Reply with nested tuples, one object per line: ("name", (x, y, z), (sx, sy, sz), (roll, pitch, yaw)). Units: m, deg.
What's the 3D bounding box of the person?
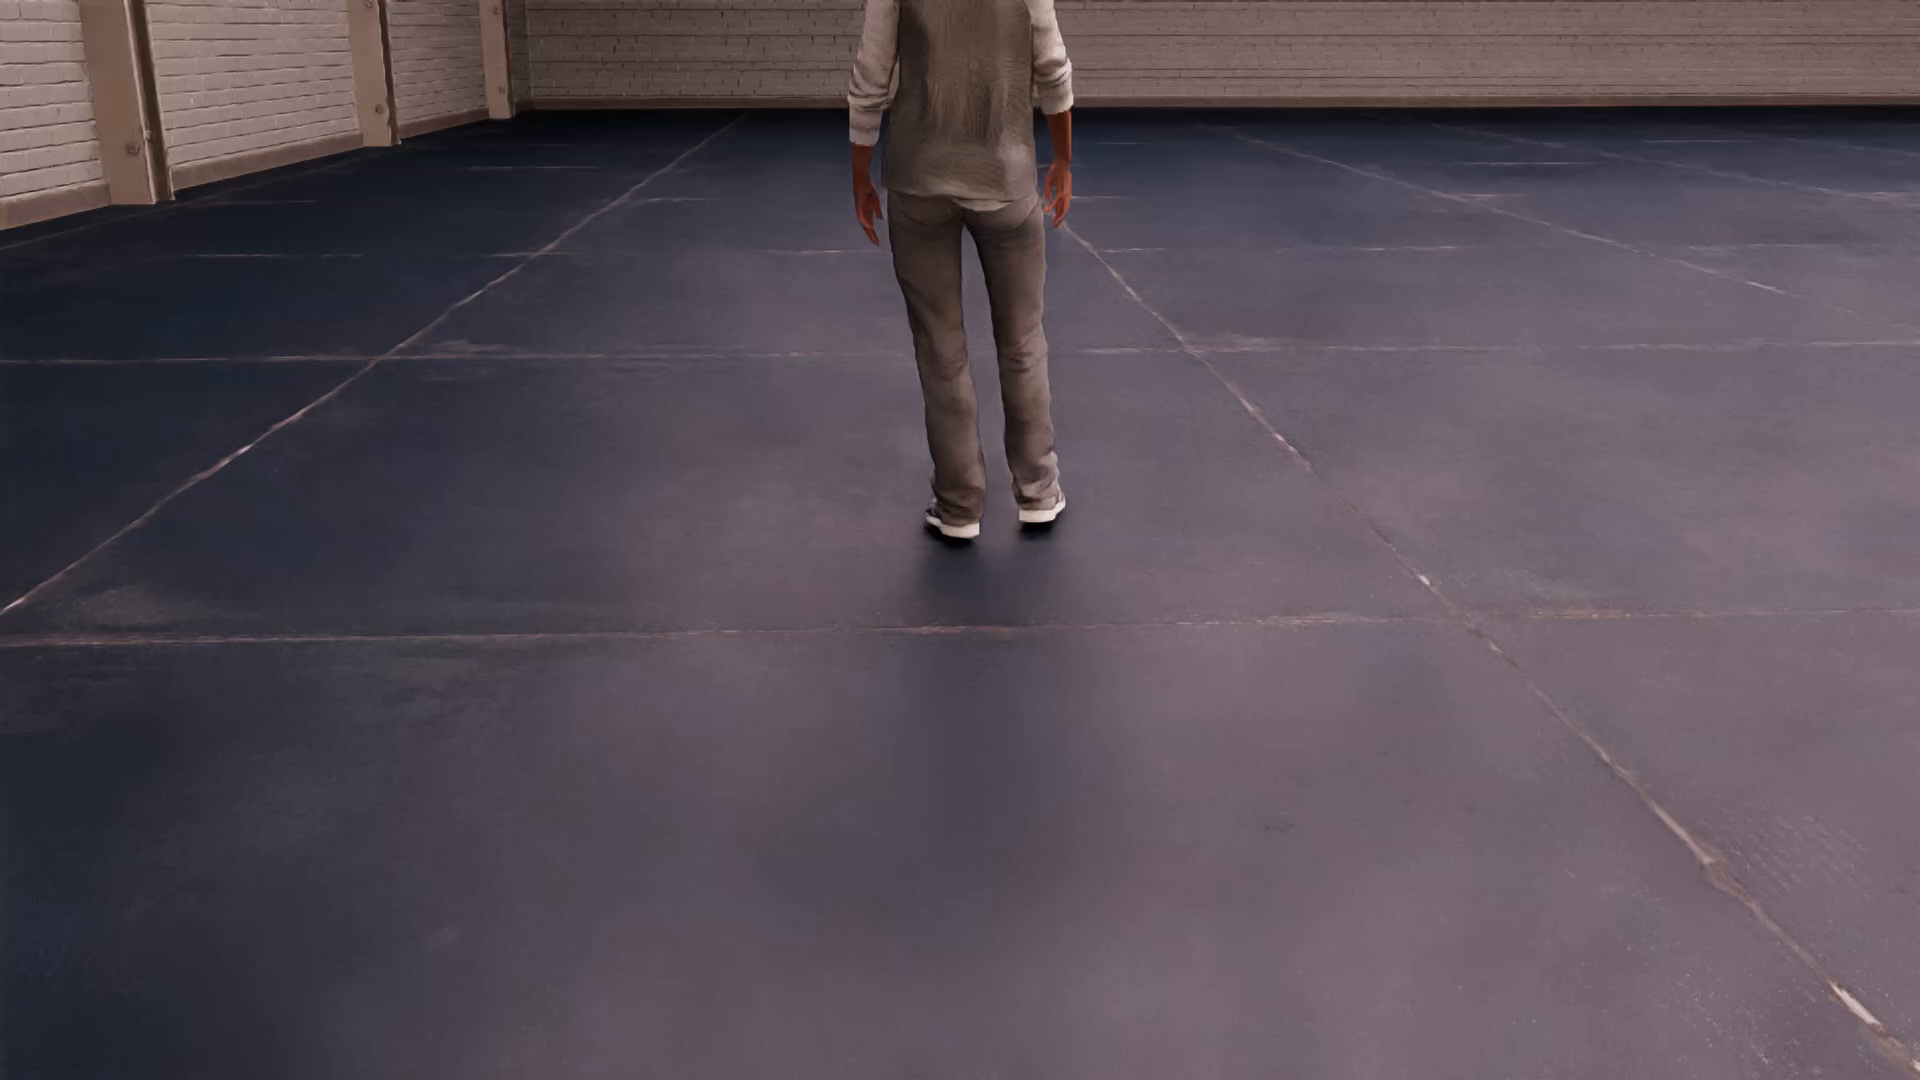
("person", (0.010, -0.792, 3.754), (0.521, 1.597, 0.474), (-1, 17, -3))
